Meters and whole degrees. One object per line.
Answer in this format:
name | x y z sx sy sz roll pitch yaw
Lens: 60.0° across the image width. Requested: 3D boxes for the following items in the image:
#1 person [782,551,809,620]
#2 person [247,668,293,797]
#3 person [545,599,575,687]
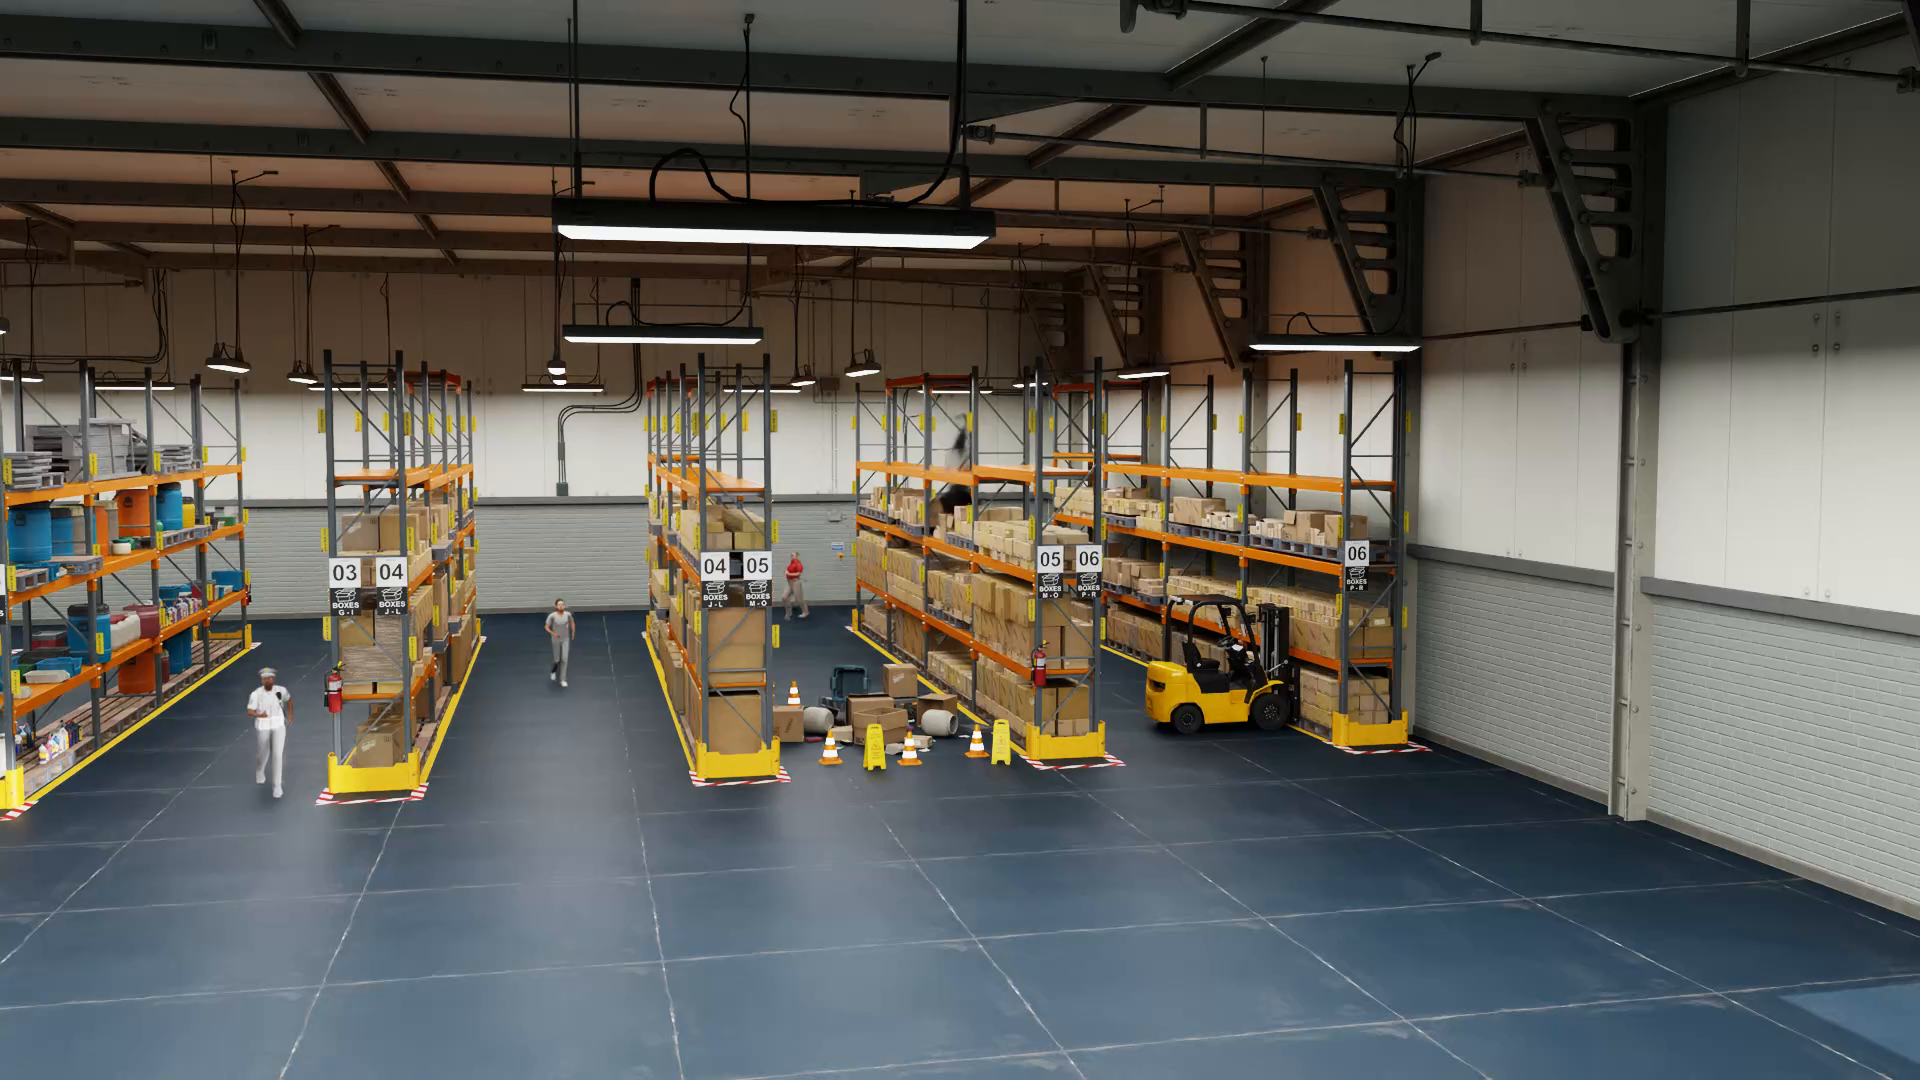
person | -4.240 1.189 42.621 0.778 1.801 0.633 -3 5 -40
person | -9.404 2.578 22.685 0.586 1.726 0.938 -2 4 -24
person | -7.684 1.953 31.987 0.589 1.670 0.784 -2 4 -26
